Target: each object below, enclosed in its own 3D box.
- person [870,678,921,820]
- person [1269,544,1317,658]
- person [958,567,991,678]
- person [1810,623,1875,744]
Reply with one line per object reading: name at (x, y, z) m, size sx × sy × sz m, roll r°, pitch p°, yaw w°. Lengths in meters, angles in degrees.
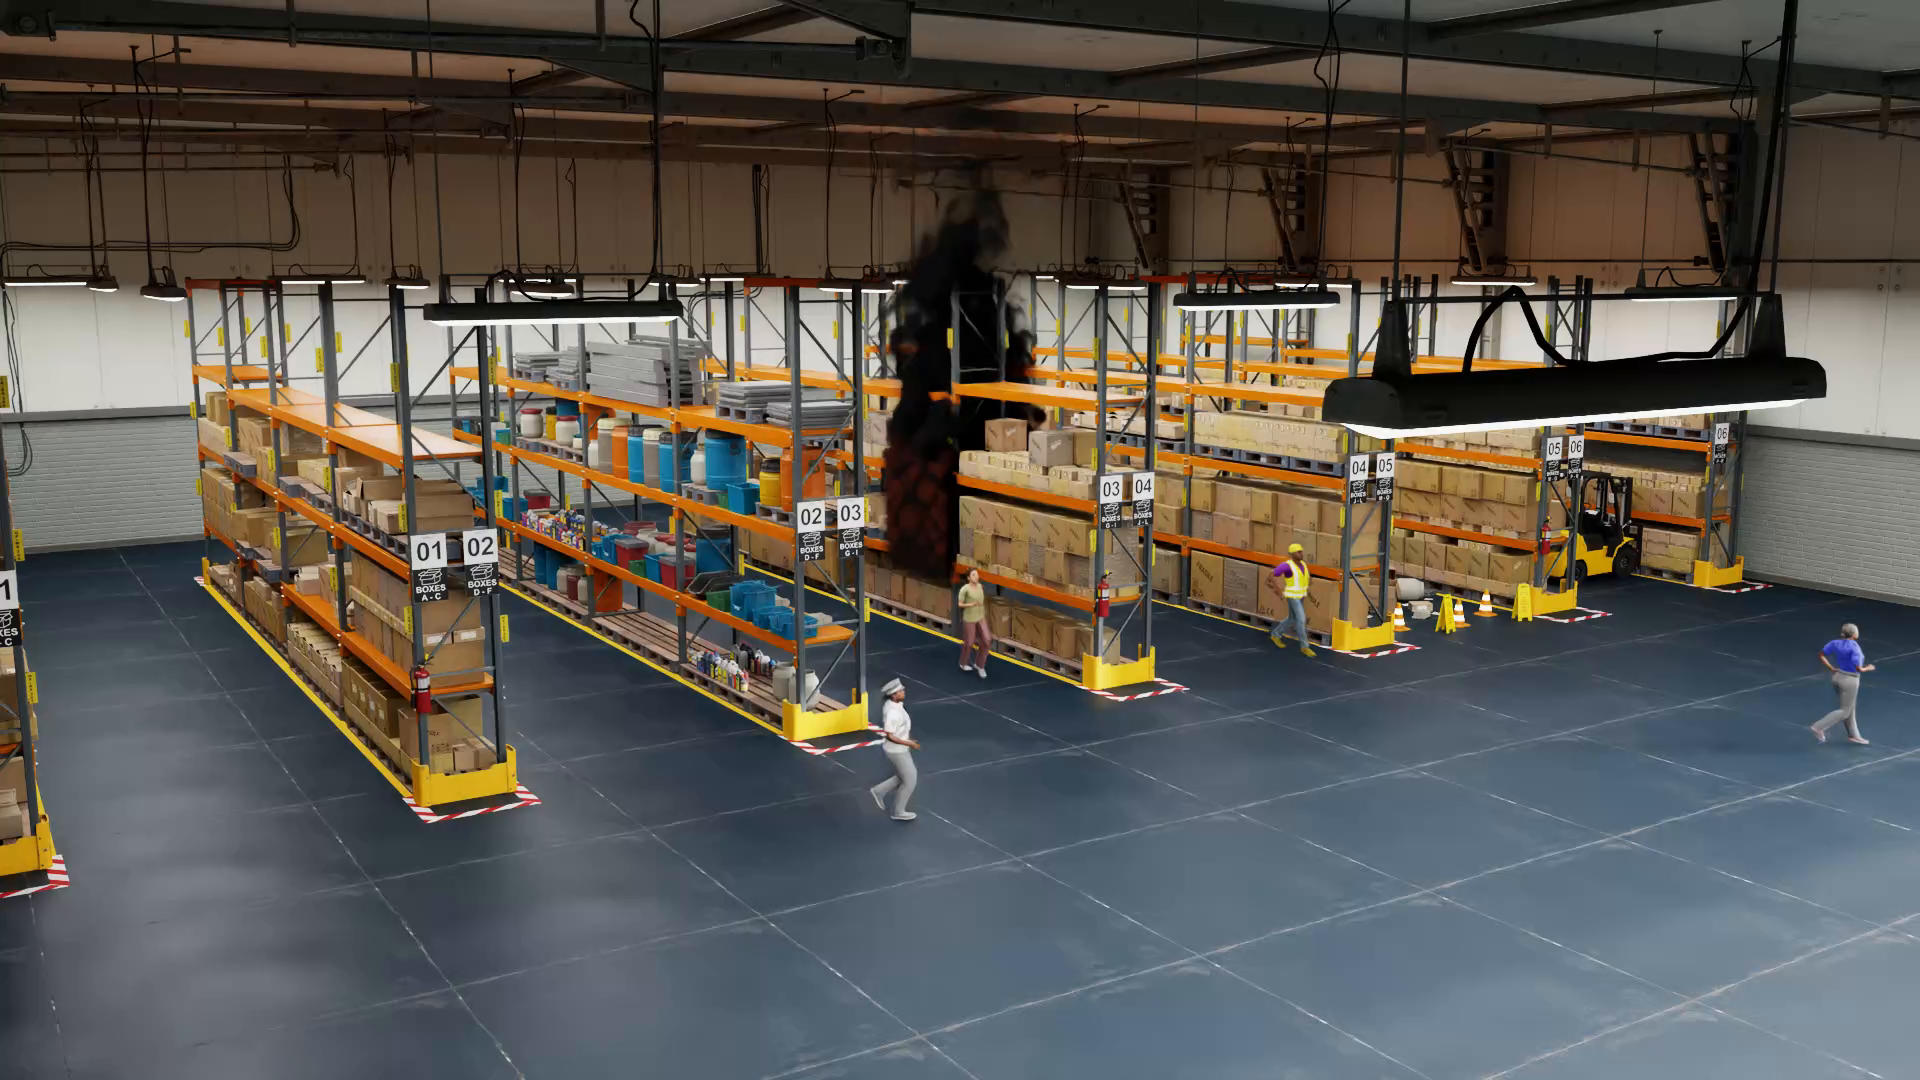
person at (-0.734, 2.376, 18.917) m, size 0.584 × 1.650 × 0.573 m, roll 0°, pitch 10°, yaw -3°
person at (5.468, 0.951, 27.001) m, size 0.919 × 1.793 × 0.750 m, roll 8°, pitch 13°, yaw 40°
person at (0.209, 1.259, 25.501) m, size 0.558 × 1.705 × 0.670 m, roll -6°, pitch 11°, yaw -30°
person at (11.548, 1.900, 21.722) m, size 0.920 × 1.645 × 0.581 m, roll -2°, pitch 10°, yaw -9°
